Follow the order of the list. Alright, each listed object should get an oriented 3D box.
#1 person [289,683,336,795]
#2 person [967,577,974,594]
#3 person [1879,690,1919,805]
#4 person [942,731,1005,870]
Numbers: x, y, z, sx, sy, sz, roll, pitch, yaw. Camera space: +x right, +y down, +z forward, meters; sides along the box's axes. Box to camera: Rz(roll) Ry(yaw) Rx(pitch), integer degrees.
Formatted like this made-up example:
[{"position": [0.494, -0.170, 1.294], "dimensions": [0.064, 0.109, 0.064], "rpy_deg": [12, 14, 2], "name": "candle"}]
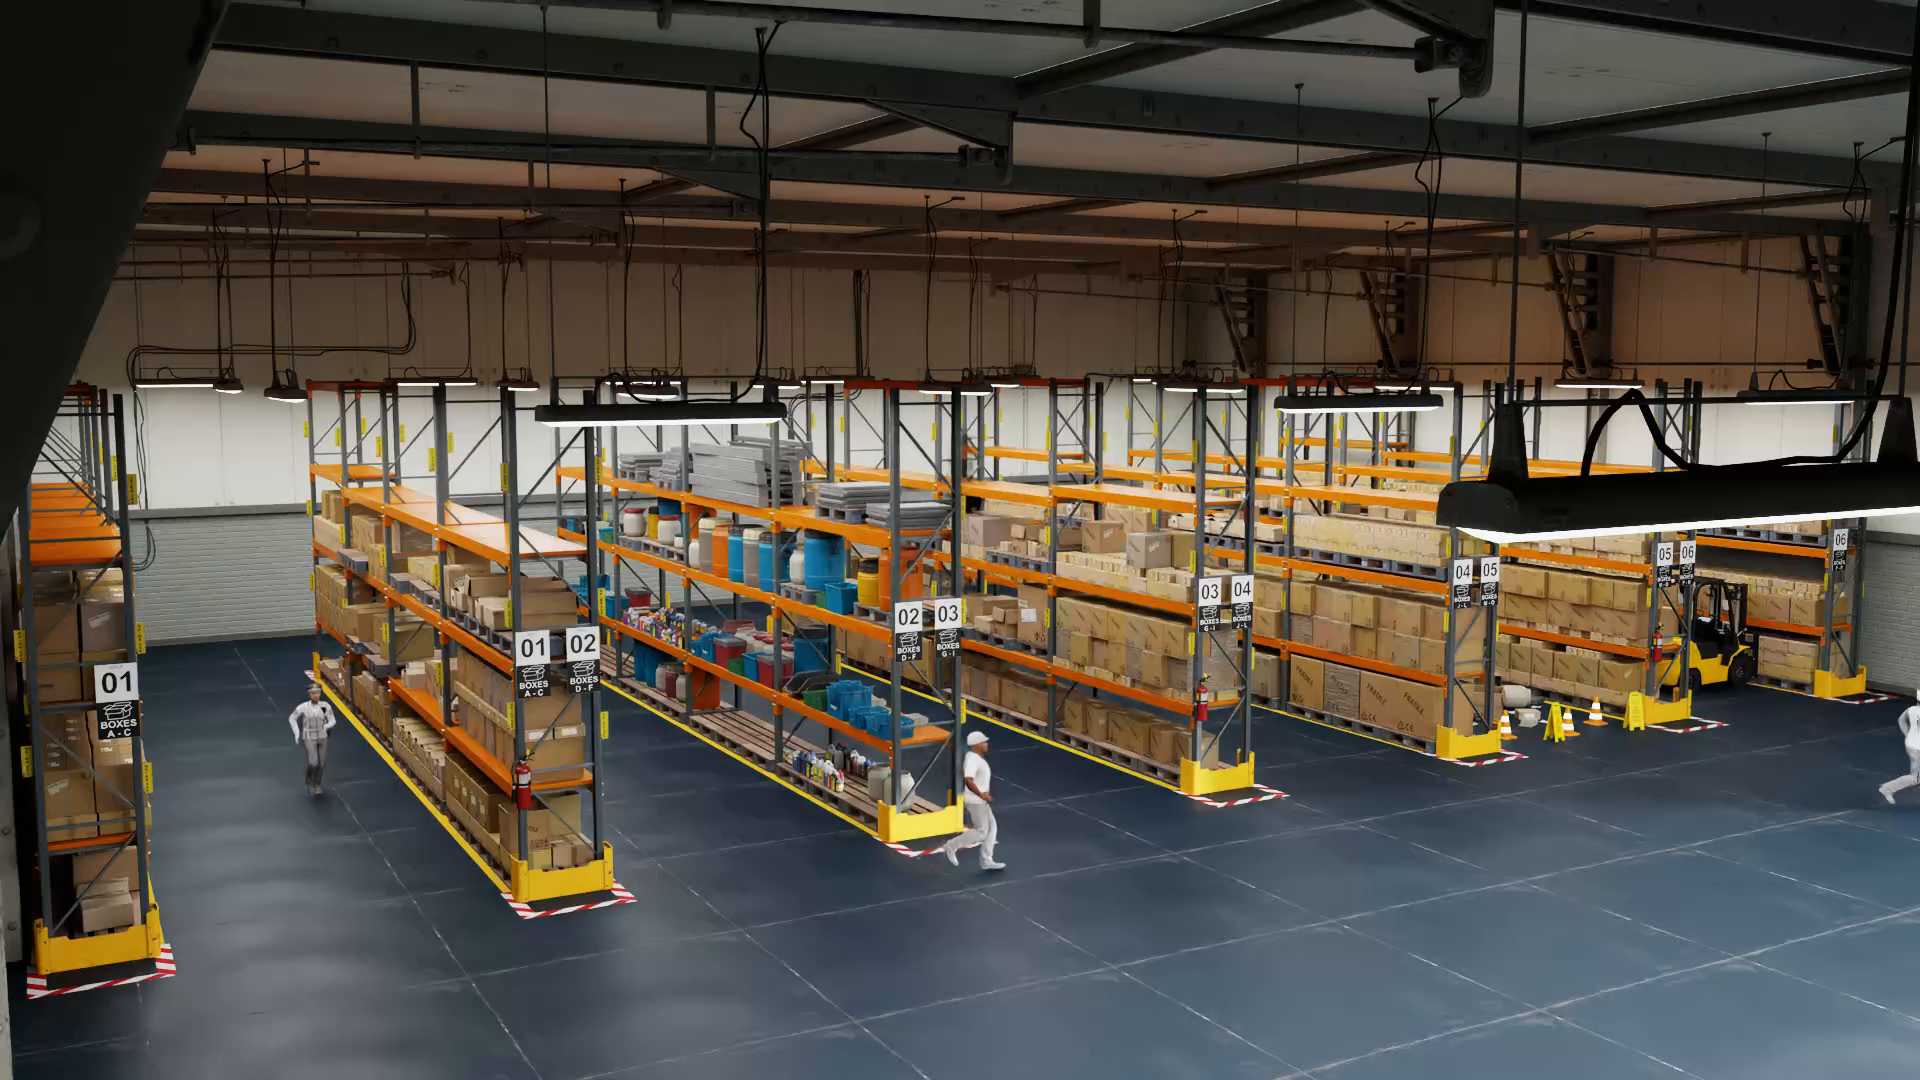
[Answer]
[{"position": [-9.404, 2.911, 24.269], "dimensions": [0.593, 1.660, 0.624], "rpy_deg": [-4, 8, -36], "name": "person"}, {"position": [0.136, 1.004, 42.224], "dimensions": [0.699, 1.685, 0.769], "rpy_deg": [1, 6, 9], "name": "person"}, {"position": [13.502, 2.956, 23.503], "dimensions": [0.934, 1.763, 0.648], "rpy_deg": [1, 6, 12], "name": "person"}, {"position": [0.171, 3.265, 20.872], "dimensions": [0.783, 1.739, 0.760], "rpy_deg": [0, 6, 0], "name": "person"}]
